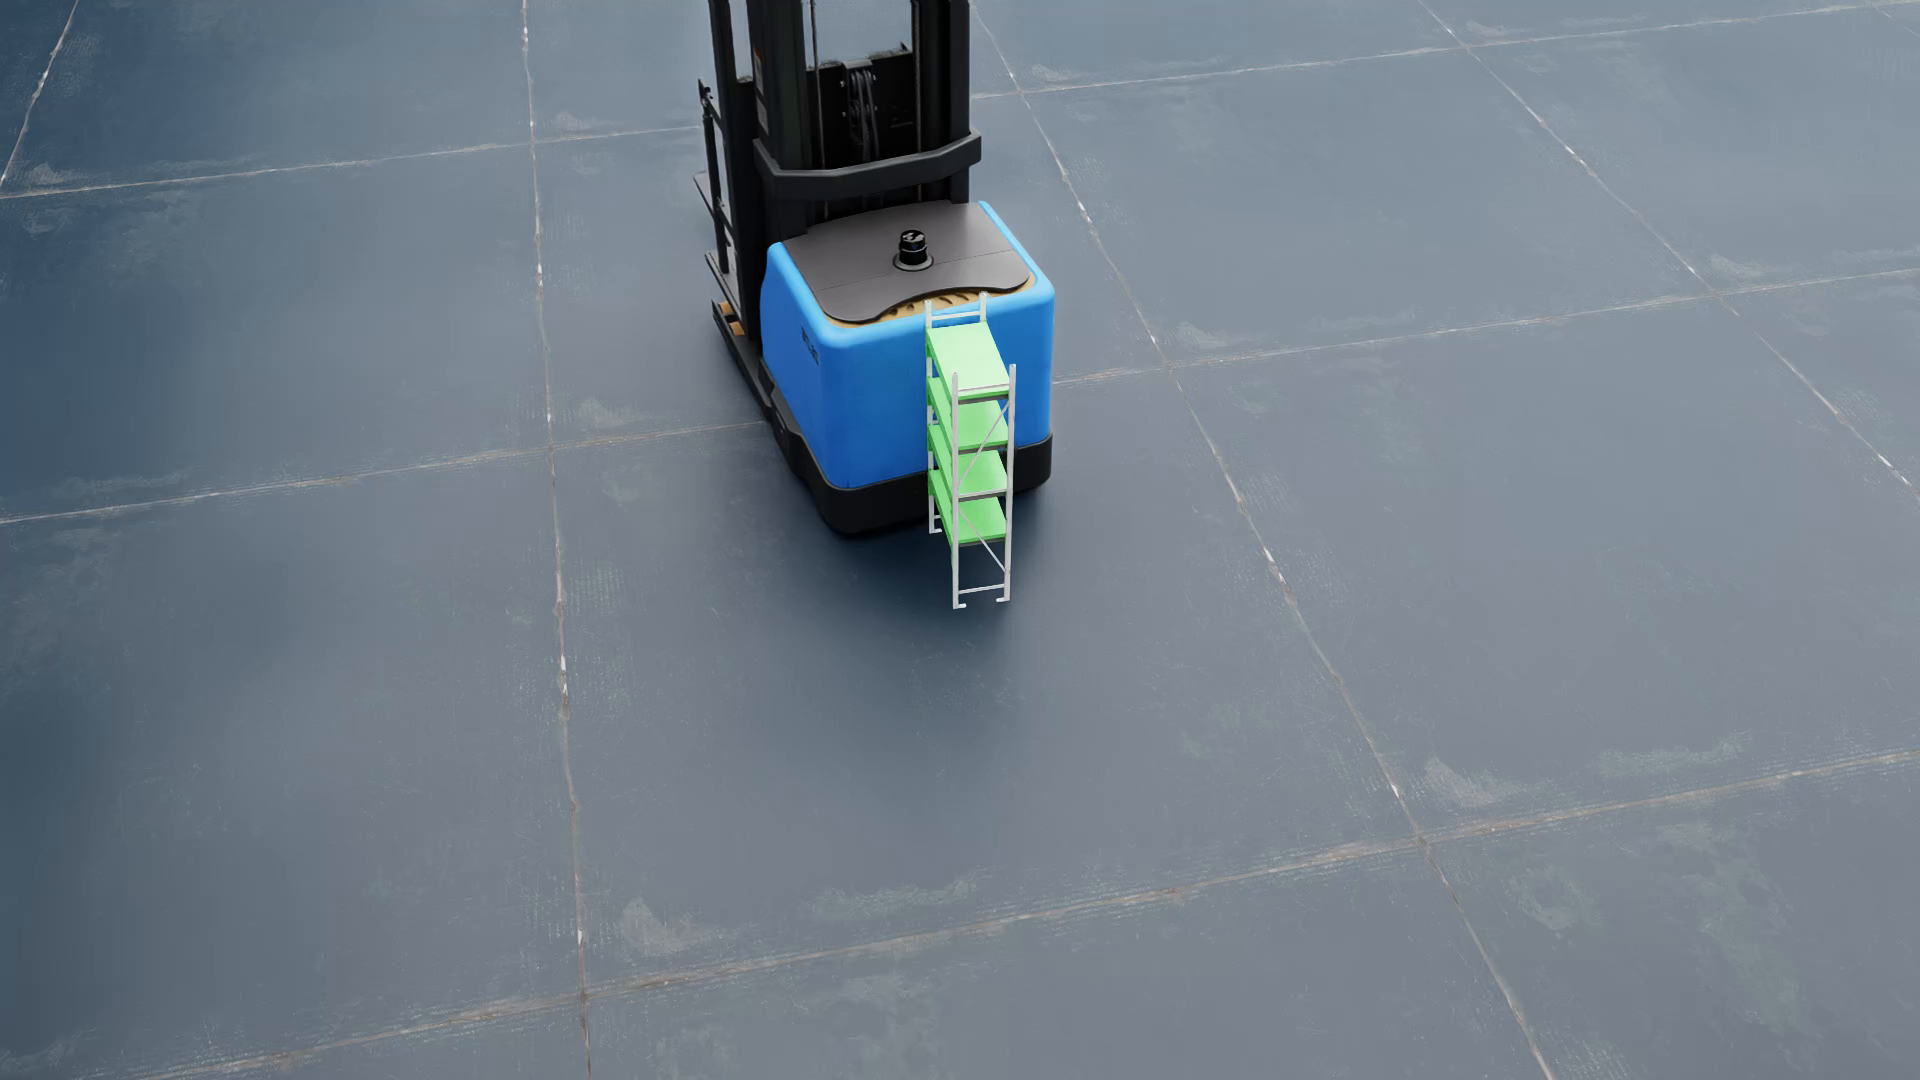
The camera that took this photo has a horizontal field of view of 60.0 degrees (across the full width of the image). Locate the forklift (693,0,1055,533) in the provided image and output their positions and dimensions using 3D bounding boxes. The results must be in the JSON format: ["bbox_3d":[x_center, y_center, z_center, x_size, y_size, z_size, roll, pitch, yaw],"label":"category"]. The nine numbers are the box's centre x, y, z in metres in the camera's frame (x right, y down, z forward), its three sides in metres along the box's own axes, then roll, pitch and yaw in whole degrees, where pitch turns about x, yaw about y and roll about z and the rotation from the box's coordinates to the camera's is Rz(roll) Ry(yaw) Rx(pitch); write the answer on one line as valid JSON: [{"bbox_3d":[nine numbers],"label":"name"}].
[{"bbox_3d":[-0.604,-2.113,7.423,1.130,2.935,3.031,-15,44,-16],"label":"forklift"}]

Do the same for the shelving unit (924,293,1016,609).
[{"bbox_3d":[0.036,-0.341,6.731,0.258,1.200,0.503,-8,42,-9],"label":"shelving unit"}]

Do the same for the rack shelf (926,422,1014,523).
[{"bbox_3d":[0.036,-0.294,6.773,0.258,0.148,0.480,-8,42,-9],"label":"rack shelf"}]

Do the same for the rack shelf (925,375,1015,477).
[{"bbox_3d":[0.036,-0.473,6.614,0.258,0.148,0.480,-8,42,-9],"label":"rack shelf"}]

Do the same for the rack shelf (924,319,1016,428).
[{"bbox_3d":[0.036,-0.653,6.455,0.258,0.148,0.480,-8,42,-9],"label":"rack shelf"}]

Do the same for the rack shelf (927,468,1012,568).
[{"bbox_3d":[0.036,-0.114,6.933,0.258,0.148,0.480,-8,42,-9],"label":"rack shelf"}]

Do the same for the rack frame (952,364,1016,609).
[{"bbox_3d":[0.088,-0.183,6.553,0.240,1.200,0.015,-8,42,-9],"label":"rack frame"}]

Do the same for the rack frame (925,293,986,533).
[{"bbox_3d":[-0.017,-0.500,6.909,0.240,1.200,0.015,-8,42,-9],"label":"rack frame"}]
